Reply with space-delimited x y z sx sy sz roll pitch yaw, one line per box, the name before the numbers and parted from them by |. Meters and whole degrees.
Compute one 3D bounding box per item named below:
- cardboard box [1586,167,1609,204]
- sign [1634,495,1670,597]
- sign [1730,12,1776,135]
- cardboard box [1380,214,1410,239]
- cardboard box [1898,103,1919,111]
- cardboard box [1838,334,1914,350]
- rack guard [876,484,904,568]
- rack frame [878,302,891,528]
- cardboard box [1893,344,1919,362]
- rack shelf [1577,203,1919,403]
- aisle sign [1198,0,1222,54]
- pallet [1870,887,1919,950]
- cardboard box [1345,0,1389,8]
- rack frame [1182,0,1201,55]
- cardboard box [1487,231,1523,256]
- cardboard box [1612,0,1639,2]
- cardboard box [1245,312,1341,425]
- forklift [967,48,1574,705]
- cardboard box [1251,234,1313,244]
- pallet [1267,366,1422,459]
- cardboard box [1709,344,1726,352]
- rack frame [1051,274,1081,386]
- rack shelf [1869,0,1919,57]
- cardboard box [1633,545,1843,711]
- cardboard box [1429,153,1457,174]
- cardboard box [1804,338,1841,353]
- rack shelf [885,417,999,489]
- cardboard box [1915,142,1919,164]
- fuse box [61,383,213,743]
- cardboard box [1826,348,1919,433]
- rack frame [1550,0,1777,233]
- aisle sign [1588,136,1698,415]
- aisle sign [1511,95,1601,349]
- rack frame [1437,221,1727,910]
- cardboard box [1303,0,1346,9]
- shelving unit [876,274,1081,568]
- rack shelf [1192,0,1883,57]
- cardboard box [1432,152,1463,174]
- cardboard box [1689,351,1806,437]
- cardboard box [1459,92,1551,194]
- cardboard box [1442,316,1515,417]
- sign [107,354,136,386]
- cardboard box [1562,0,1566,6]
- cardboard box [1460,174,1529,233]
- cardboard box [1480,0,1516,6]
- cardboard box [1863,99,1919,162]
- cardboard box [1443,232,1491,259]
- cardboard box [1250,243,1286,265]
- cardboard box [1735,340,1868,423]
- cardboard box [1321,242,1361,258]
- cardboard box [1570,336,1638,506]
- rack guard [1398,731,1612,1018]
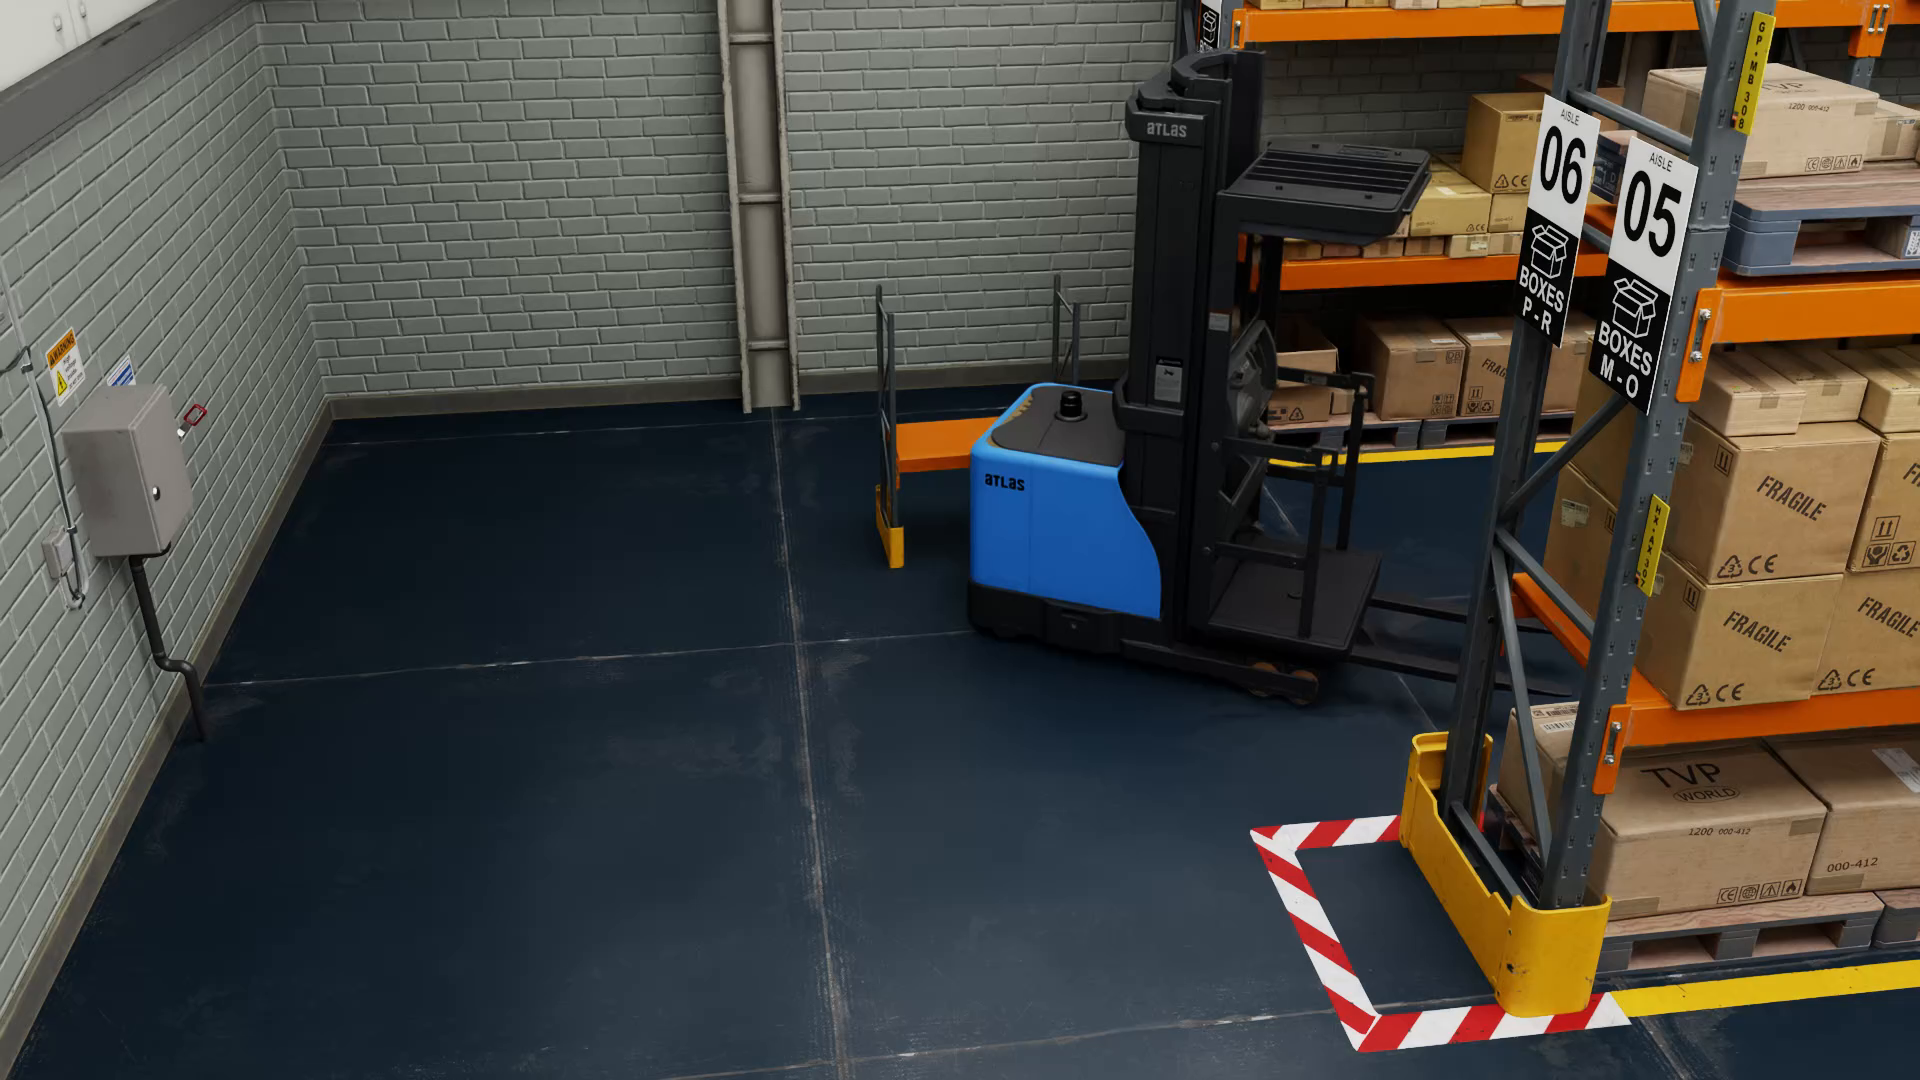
cardboard box | 3.977 -2.168 10.528 0.500 0.250 0.500 -4 27 -7
sign | 2.243 0.019 5.391 0.005 0.325 0.100 -4 27 -7
sign | 2.243 -1.319 4.705 0.005 0.325 0.100 -4 27 -7
cardboard box | 2.462 -2.060 10.317 0.500 0.250 0.500 -3 27 -7
cardboard box | 6.460 -2.503 10.774 0.500 0.500 0.700 -3 27 -7
cardboard box | 3.246 -0.782 6.072 0.250 0.149 0.380 -3 27 -6
rack guard | -0.407 -0.085 9.641 0.087 0.250 0.587 -5 28 -9
rack frame | -0.409 -0.641 9.357 0.013 1.308 0.475 -5 28 -9
cardboard box | 3.342 -0.525 5.573 0.250 0.149 0.380 -5 28 -9
rack shelf | 4.152 -0.953 5.824 4.000 0.370 1.077 -4 27 -7
aisle sign | 1.449 -3.075 9.609 0.004 0.787 0.394 -4 27 -7
pallet | 4.158 1.267 7.050 1.213 0.211 1.003 -4 27 -7
cardboard box | 2.336 -3.230 9.749 0.250 0.149 0.380 -4 27 -7
rack frame | 1.476 -2.054 10.466 0.053 2.616 0.949 -4 27 -7
cardboard box | 3.380 -1.926 10.492 0.250 0.149 0.380 -3 27 -6
cardboard box | 3.851 -3.312 9.909 0.250 0.149 0.380 -3 27 -7
cardboard box | 2.095 -1.127 10.936 0.637 0.503 0.797 -5 28 -9
forklift | 1.606 -0.771 8.043 3.031 2.935 1.130 10 29 19
cardboard box | 1.963 -2.028 10.255 0.500 0.250 0.500 -4 27 -7
pallet | 2.341 -0.870 11.215 1.213 0.211 1.003 -4 27 -7
cardboard box | 2.499 -0.703 5.918 0.250 0.149 0.380 -3 27 -6
rack frame | 0.591 -0.725 9.520 0.032 1.500 0.500 -5 28 -9
rack shelf | 7.418 -3.451 10.693 4.000 0.370 1.077 -4 27 -7
cardboard box | 2.687 0.243 5.880 0.500 0.500 0.500 -4 27 -8
cardboard box | 2.896 -2.332 10.847 0.500 0.250 0.500 -3 27 -5
cardboard box | 2.991 -0.784 6.077 0.250 0.149 0.380 -4 27 -8
rack shelf | 0.091 -0.523 9.520 1.000 0.185 0.538 -5 28 -9
cardboard box | 3.281 -1.231 5.283 0.250 0.149 0.380 -3 27 -5
fuse box | -3.557 0.172 7.540 0.414 1.711 0.539 -4 27 -7
cardboard box | 3.084 -0.500 5.524 0.250 0.149 0.380 -3 27 -6
rack frame | 2.171 -2.481 4.727 0.127 3.000 1.000 -4 27 -7
aisle sign | 2.140 -0.832 5.239 0.004 0.787 0.394 -4 27 -7
aisle sign | 2.057 -1.104 5.767 0.004 0.787 0.394 -4 27 -7
rack frame | 2.171 0.189 6.097 0.127 3.000 1.000 -4 27 -7
cardboard box | 2.080 -3.222 9.732 0.250 0.149 0.380 -3 27 -6
shelving unit | 0.082 -0.682 9.436 1.083 1.500 0.587 -5 28 -9
rack shelf | 3.457 -3.197 10.197 4.000 0.370 1.077 -4 27 -7
cardboard box | 3.414 -2.365 10.911 0.500 0.250 0.500 -4 27 -7
cardboard box | 2.561 -0.487 5.498 0.250 0.149 0.380 -3 27 -6
cardboard box | 3.448 -2.457 10.270 0.500 0.500 0.500 -3 27 -6
cardboard box | 3.484 -1.151 10.986 0.500 0.500 0.500 -3 27 -6
sign | -3.831 -0.569 7.677 0.001 0.494 0.329 -4 27 -7
cardboard box | 3.602 -3.265 9.816 0.250 0.149 0.380 -3 27 -6
cardboard box | 3.467 -2.136 10.465 0.500 0.250 0.500 -4 27 -8
cardboard box | 3.092 -3.263 9.813 0.250 0.149 0.380 -4 27 -8
cardboard box | 3.008 -1.398 5.608 0.250 0.149 0.380 -6 28 -11
cardboard box | 3.122 -1.900 10.442 0.250 0.149 0.380 -4 27 -9
cardboard box | 1.840 -1.840 10.326 0.250 0.149 0.380 -4 27 -8
cardboard box | 2.811 -0.536 5.593 0.250 0.149 0.380 -3 27 -6
cardboard box | 2.341 -1.910 10.461 0.250 0.149 0.380 -4 27 -8
cardboard box | 2.615 -0.439 6.115 0.500 0.500 0.500 -3 27 -5
rack guard | 2.147 1.302 6.664 0.348 0.500 1.175 -4 27 -7
